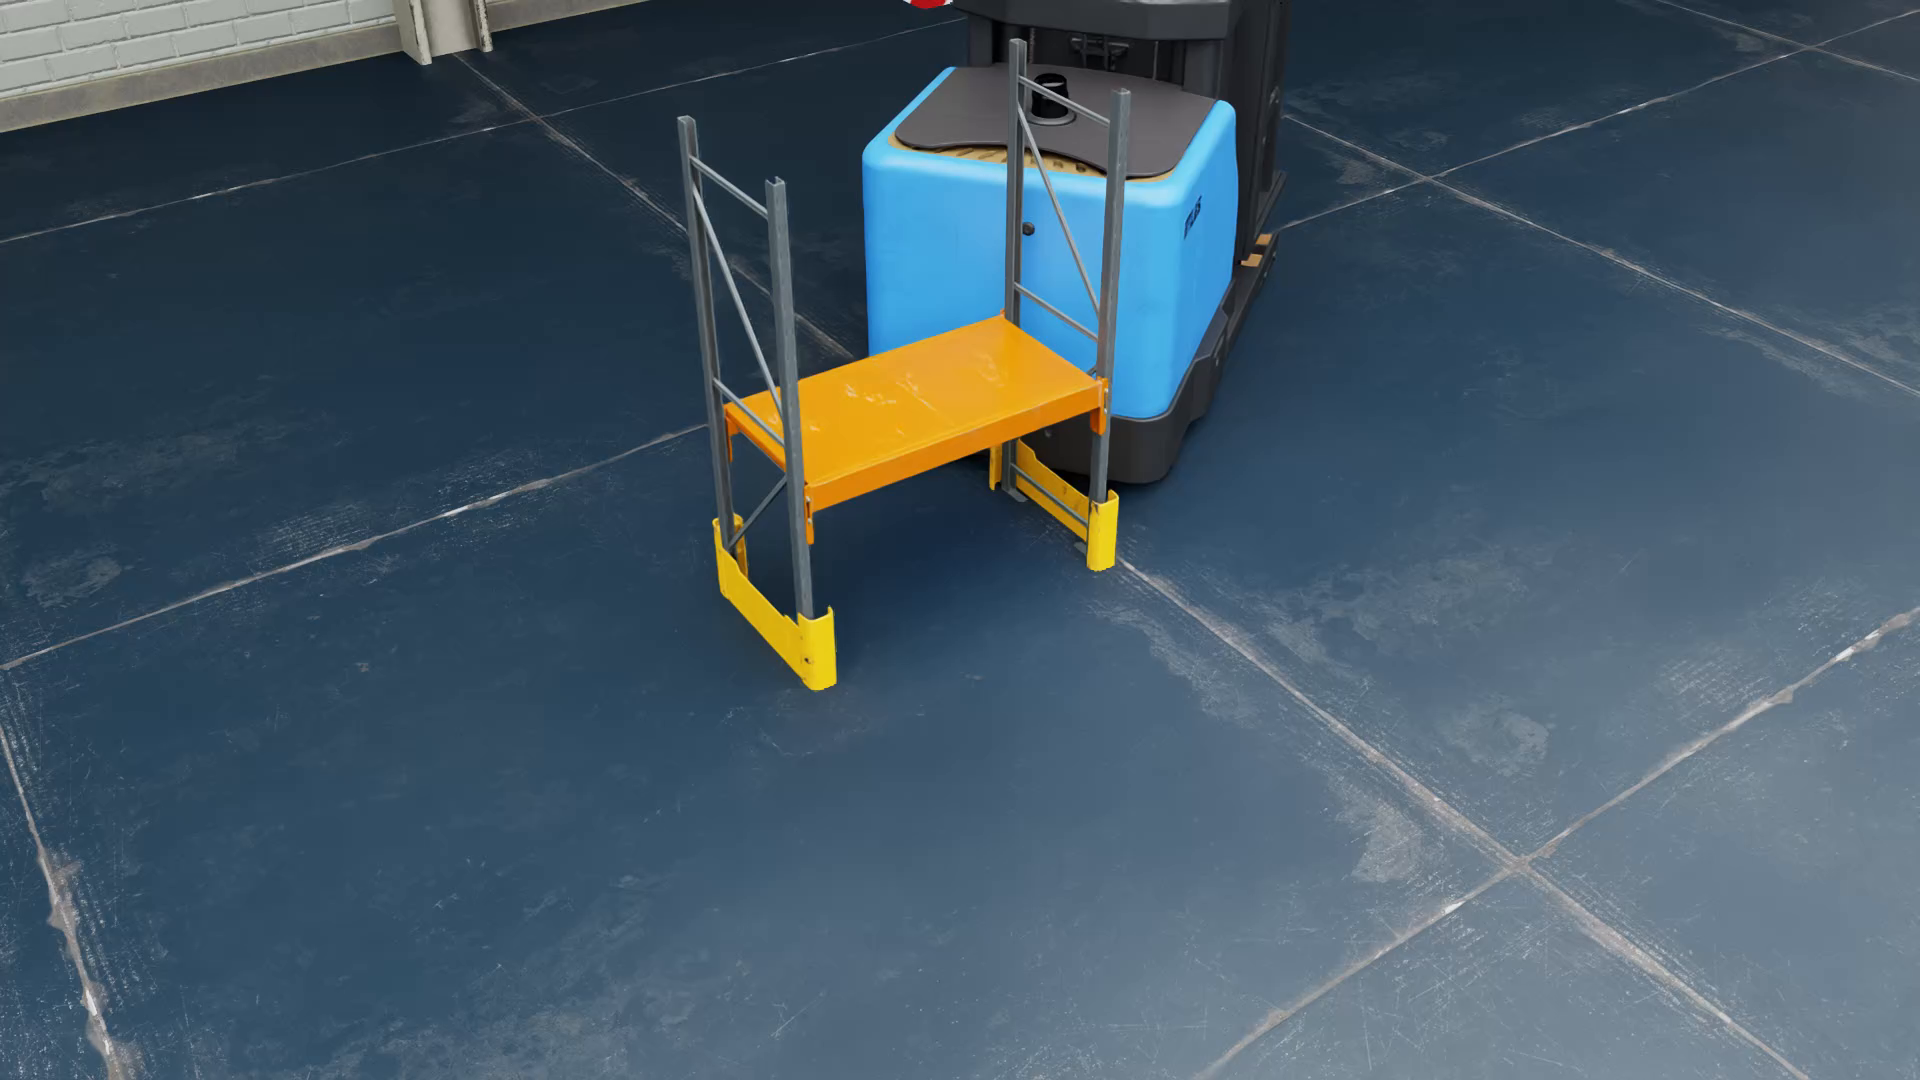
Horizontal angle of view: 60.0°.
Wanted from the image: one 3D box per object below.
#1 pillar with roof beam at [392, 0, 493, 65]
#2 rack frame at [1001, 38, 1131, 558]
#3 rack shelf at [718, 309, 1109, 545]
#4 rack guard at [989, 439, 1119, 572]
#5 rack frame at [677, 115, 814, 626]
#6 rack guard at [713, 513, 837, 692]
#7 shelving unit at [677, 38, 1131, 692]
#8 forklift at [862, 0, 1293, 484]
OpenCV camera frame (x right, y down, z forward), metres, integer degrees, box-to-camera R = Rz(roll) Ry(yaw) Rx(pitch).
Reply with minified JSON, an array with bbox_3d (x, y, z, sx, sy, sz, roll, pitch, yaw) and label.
[{"bbox_3d":[-0.264,-4.225,3.417,0.400,9.000,9.100,-22,41,-28],"label":"pillar with roof beam"},{"bbox_3d":[0.288,-0.661,4.884,0.032,1.500,0.500,-22,41,-27],"label":"rack frame"},{"bbox_3d":[-0.133,-0.349,4.758,1.000,0.185,0.538,-22,41,-27],"label":"rack shelf"},{"bbox_3d":[0.287,-0.153,5.249,0.087,0.250,0.587,-22,41,-27],"label":"rack guard"},{"bbox_3d":[-0.554,-0.328,4.422,0.032,1.500,0.500,-22,41,-27],"label":"rack frame"},{"bbox_3d":[-0.538,0.173,4.796,0.087,0.250,0.587,-22,41,-27],"label":"rack guard"},{"bbox_3d":[-0.125,-0.498,4.657,1.083,1.500,0.587,-22,41,-27],"label":"shelving unit"},{"bbox_3d":[0.652,-2.230,5.841,1.130,2.935,3.031,12,37,16],"label":"forklift"}]
